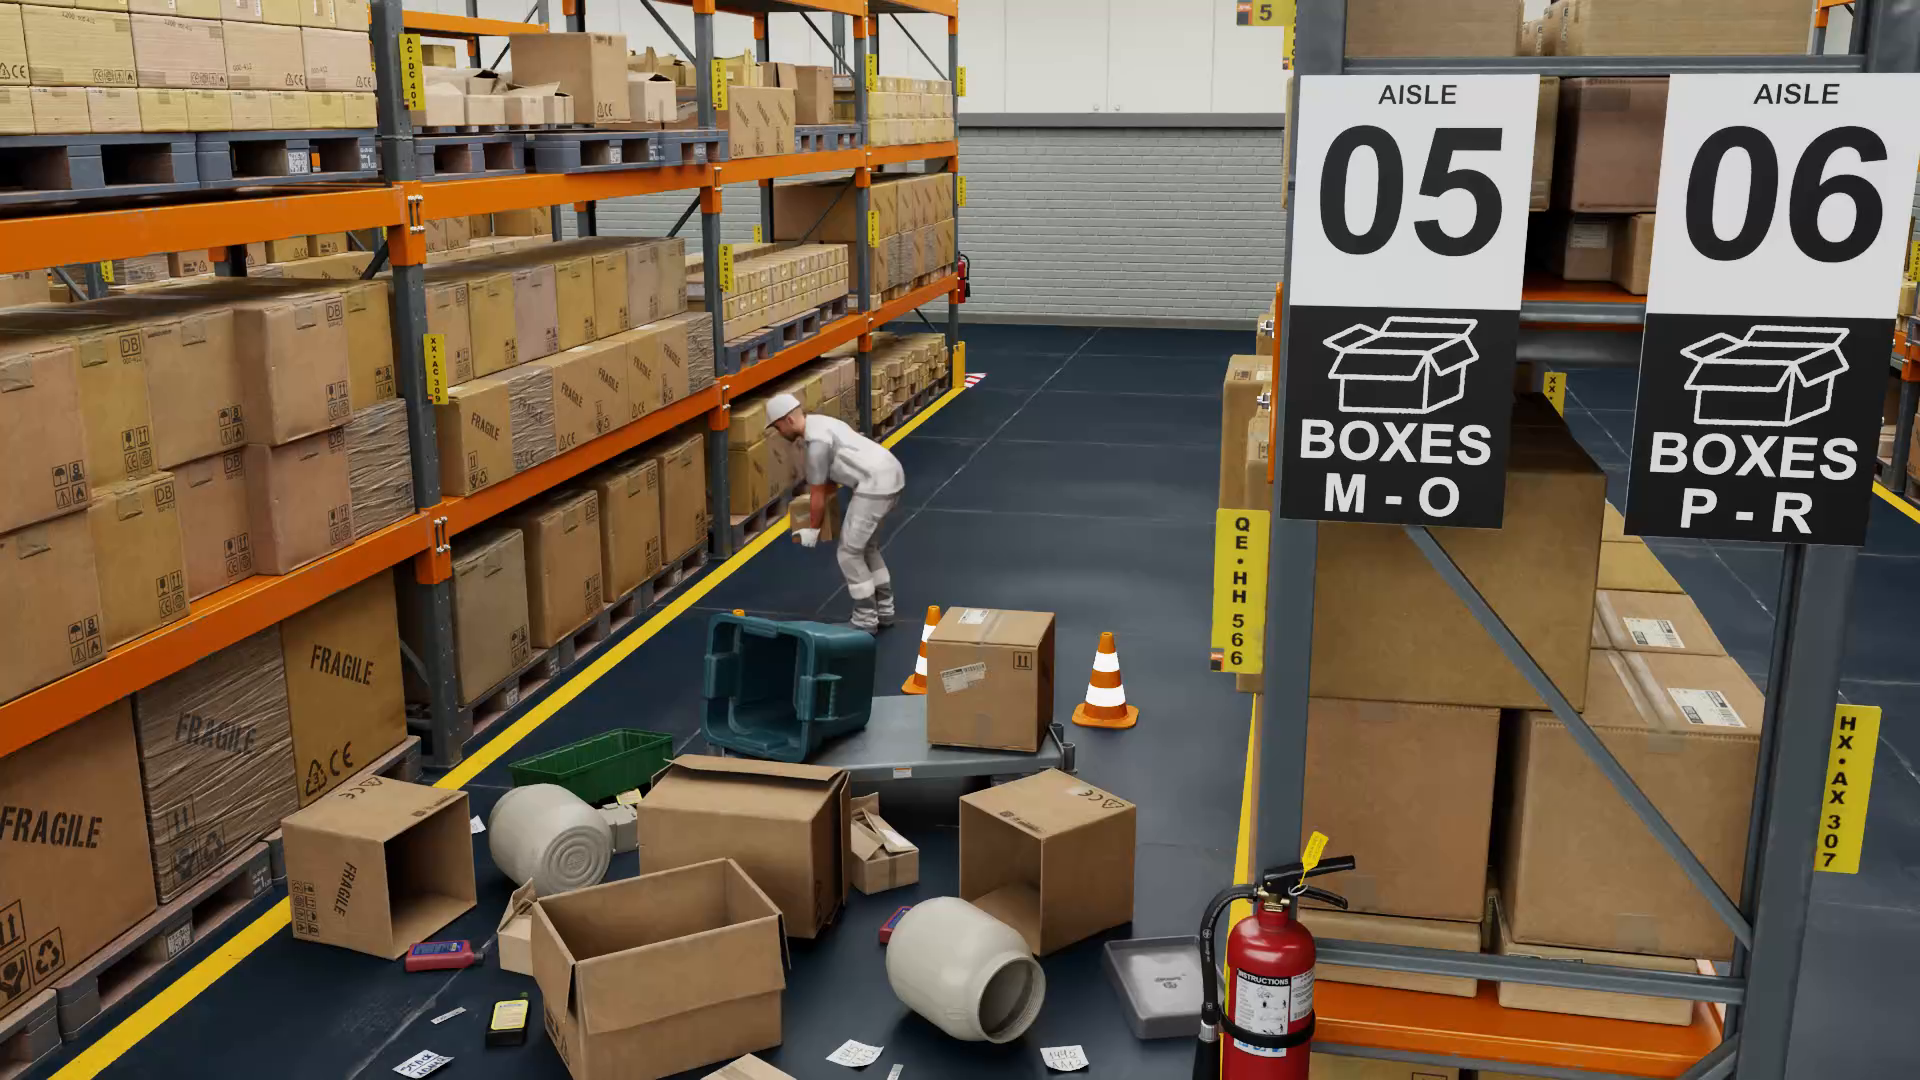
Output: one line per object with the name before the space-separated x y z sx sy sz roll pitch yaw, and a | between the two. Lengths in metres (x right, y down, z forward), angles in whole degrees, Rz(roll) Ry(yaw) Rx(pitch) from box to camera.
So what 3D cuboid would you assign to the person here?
person | -0.769 -0.164 10.222 0.858 1.472 0.484 3 15 10
